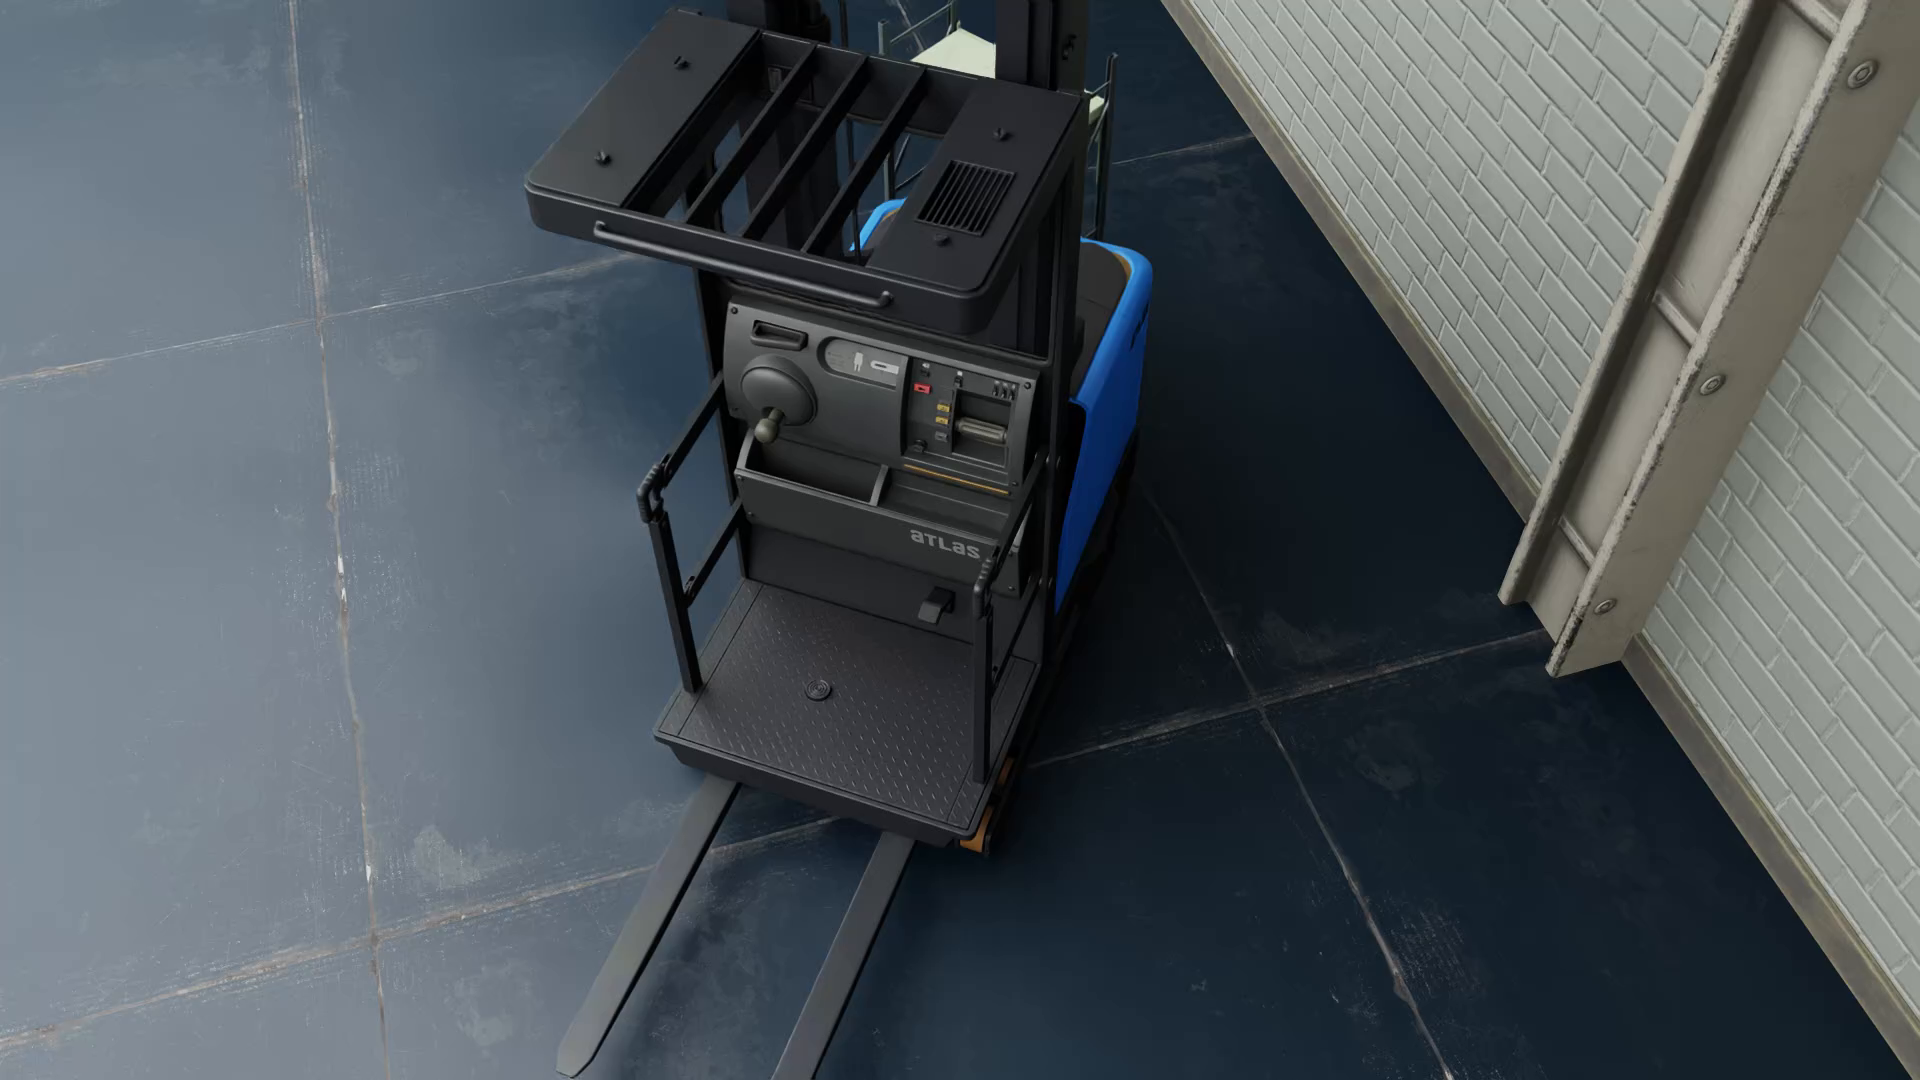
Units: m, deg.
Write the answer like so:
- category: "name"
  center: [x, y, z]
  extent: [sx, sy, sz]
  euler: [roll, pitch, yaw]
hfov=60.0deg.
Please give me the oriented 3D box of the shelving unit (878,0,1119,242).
- category: "shelving unit"
  center: [0.128, -1.250, 6.323]
  extent: [0.755, 1.500, 0.431]
  euler: [34, 58, 25]

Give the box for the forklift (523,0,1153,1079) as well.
- category: "forklift"
  center: [-0.309, -0.301, 4.586]
  extent: [1.130, 2.935, 3.031]
  euler: [16, 52, 13]

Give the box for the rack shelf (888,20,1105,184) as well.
- category: "rack shelf"
  center: [0.128, -1.501, 6.024]
  extent: [0.720, 0.370, 0.431]
  euler: [34, 58, 25]

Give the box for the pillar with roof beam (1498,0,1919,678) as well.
- category: "pillar with roof beam"
  center: [-1.943, -1.621, 1.731]
  extent: [9.100, 9.000, 0.400]
  euler: [-13, 51, -11]

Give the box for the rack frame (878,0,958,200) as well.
- category: "rack frame"
  center: [-0.147, -1.434, 6.478]
  extent: [0.023, 1.500, 0.400]
  euler: [34, 58, 25]

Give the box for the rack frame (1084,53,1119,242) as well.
- category: "rack frame"
  center: [0.403, -1.065, 6.167]
  extent: [0.023, 1.500, 0.400]
  euler: [34, 58, 25]
